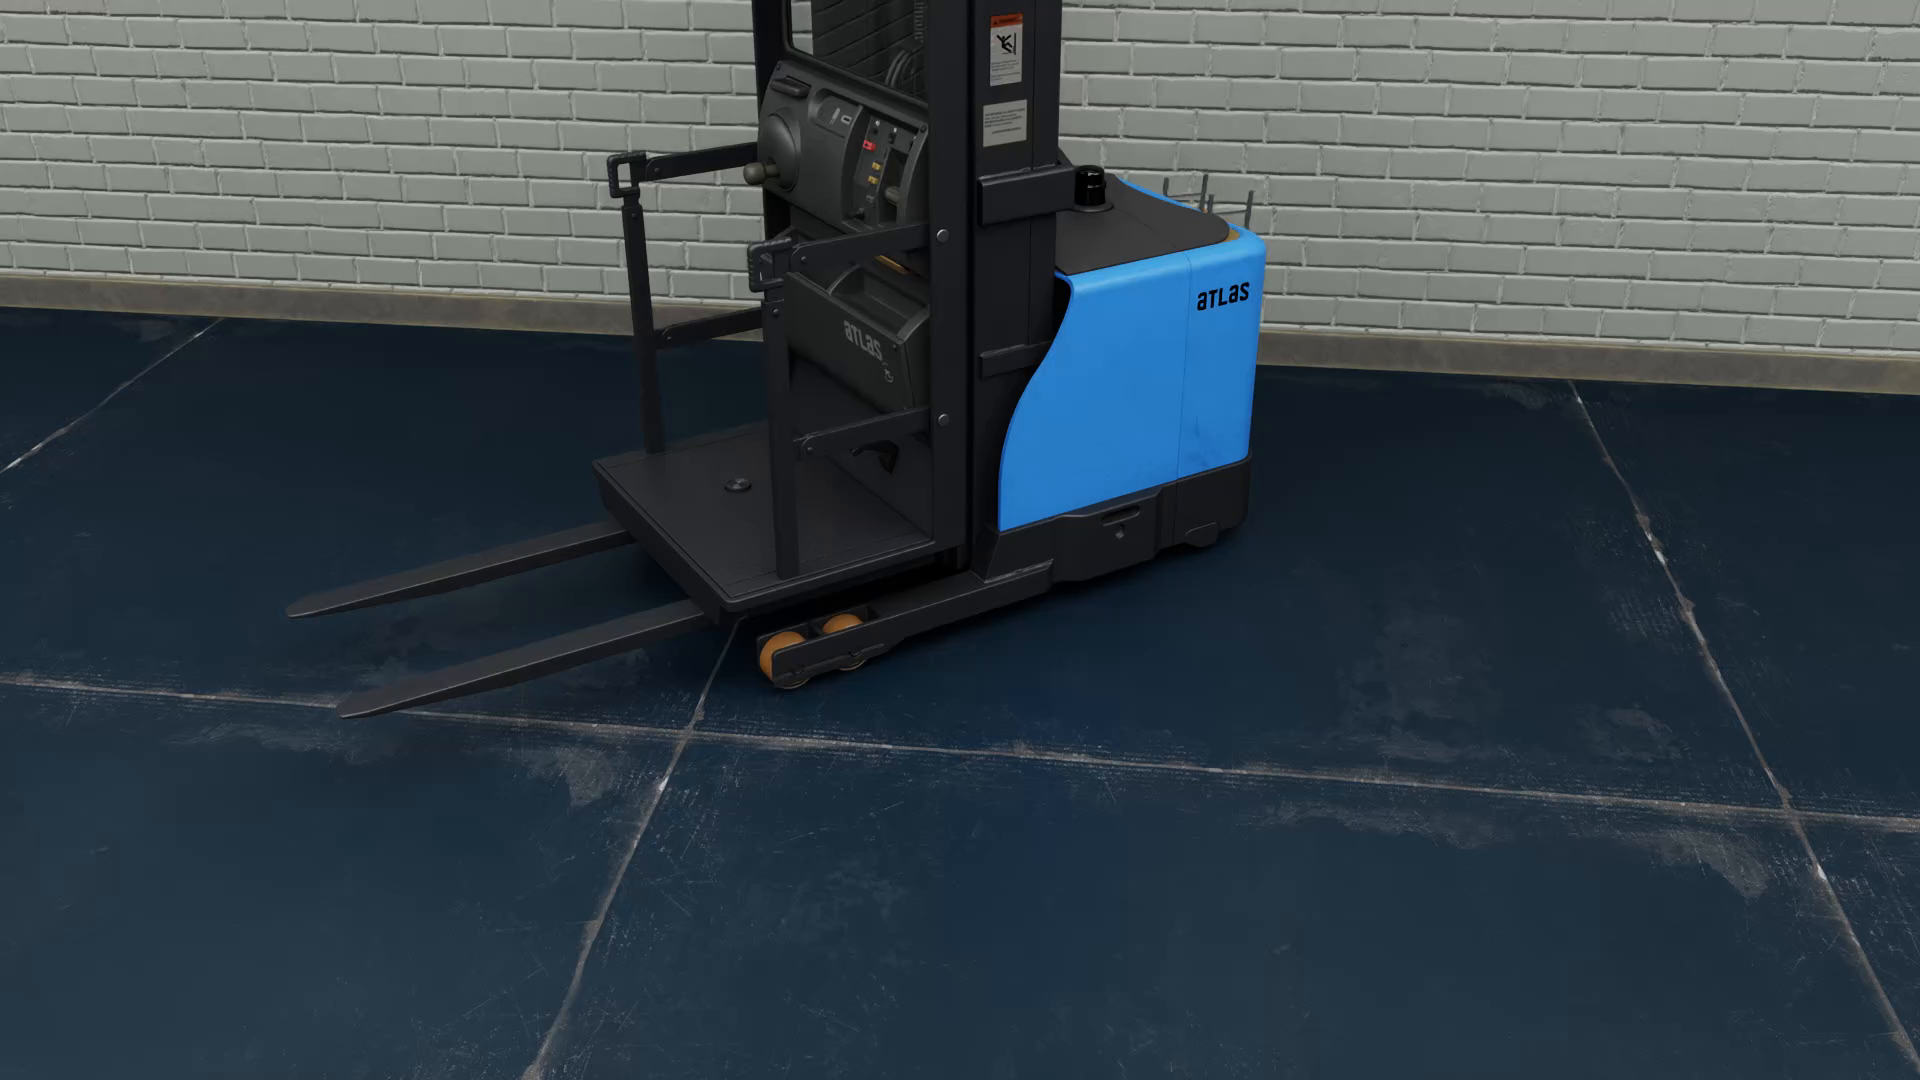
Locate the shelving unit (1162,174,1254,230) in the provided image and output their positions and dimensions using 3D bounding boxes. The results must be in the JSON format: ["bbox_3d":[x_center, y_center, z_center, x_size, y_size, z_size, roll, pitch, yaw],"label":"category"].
[{"bbox_3d":[0.838,-0.779,6.073,0.215,1.050,0.252,-12,30,-31],"label":"shelving unit"}]

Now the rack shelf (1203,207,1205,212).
[{"bbox_3d":[0.857,-1.025,5.954,0.215,0.259,0.240,-12,30,-31],"label":"rack shelf"}]

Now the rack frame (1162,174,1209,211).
[{"bbox_3d":[0.772,-0.828,6.163,0.200,1.050,0.008,-12,30,-31],"label":"rack frame"}]

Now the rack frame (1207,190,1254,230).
[{"bbox_3d":[0.904,-0.731,5.982,0.200,1.050,0.008,-12,30,-31],"label":"rack frame"}]

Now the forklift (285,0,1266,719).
[{"bbox_3d":[-0.530,-1.135,4.766,3.031,2.935,1.130,-16,32,-28],"label":"forklift"}]
